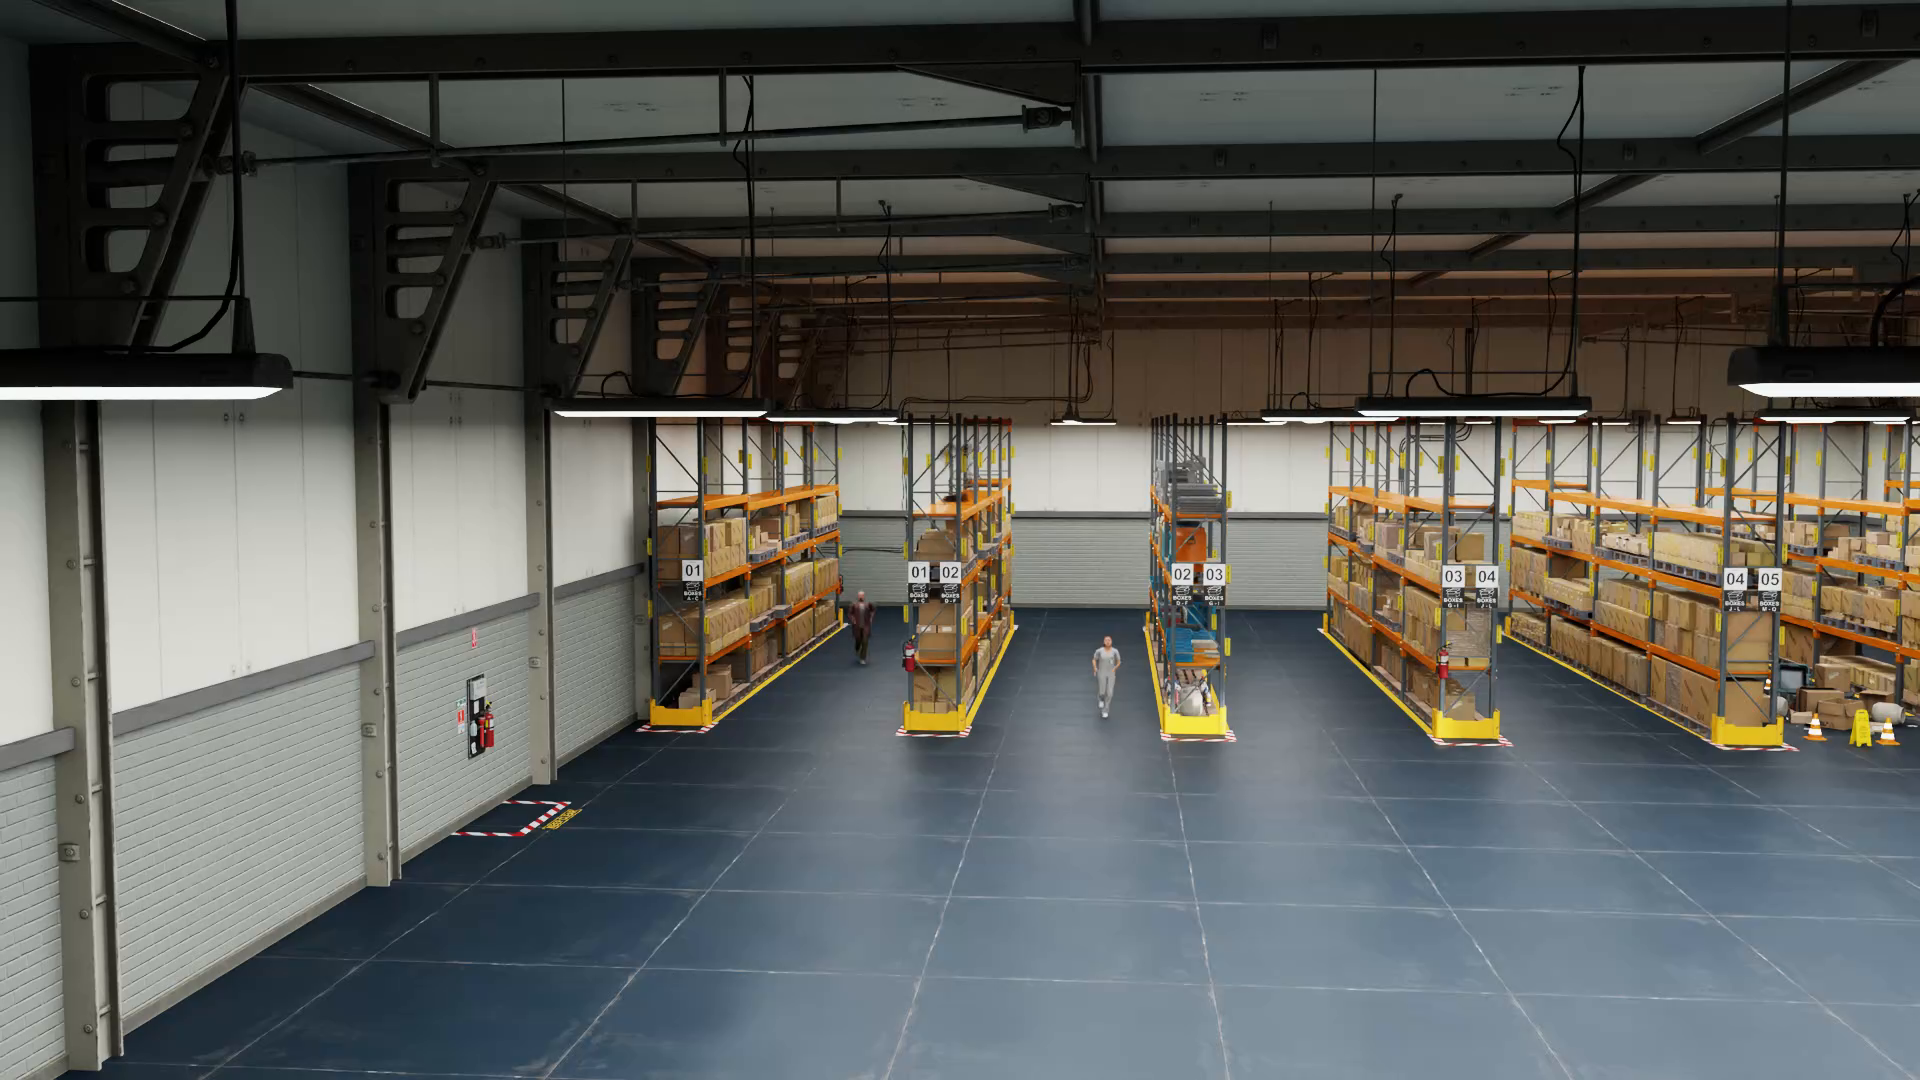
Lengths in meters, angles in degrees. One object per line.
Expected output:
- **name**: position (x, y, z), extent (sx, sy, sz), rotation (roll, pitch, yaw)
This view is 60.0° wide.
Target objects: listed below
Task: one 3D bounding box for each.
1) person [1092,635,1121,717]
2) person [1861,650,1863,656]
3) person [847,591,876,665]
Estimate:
- **person**: position (2.917, 2.696, 33.045), extent (0.566, 1.628, 0.560), rotation (0, 4, 1)
- **person**: position (21.915, 2.158, 40.835), extent (0.586, 1.682, 0.864), rotation (0, 4, -3)
- **person**: position (-2.396, 2.230, 40.507), extent (0.712, 1.557, 0.918), rotation (-1, 4, -8)
